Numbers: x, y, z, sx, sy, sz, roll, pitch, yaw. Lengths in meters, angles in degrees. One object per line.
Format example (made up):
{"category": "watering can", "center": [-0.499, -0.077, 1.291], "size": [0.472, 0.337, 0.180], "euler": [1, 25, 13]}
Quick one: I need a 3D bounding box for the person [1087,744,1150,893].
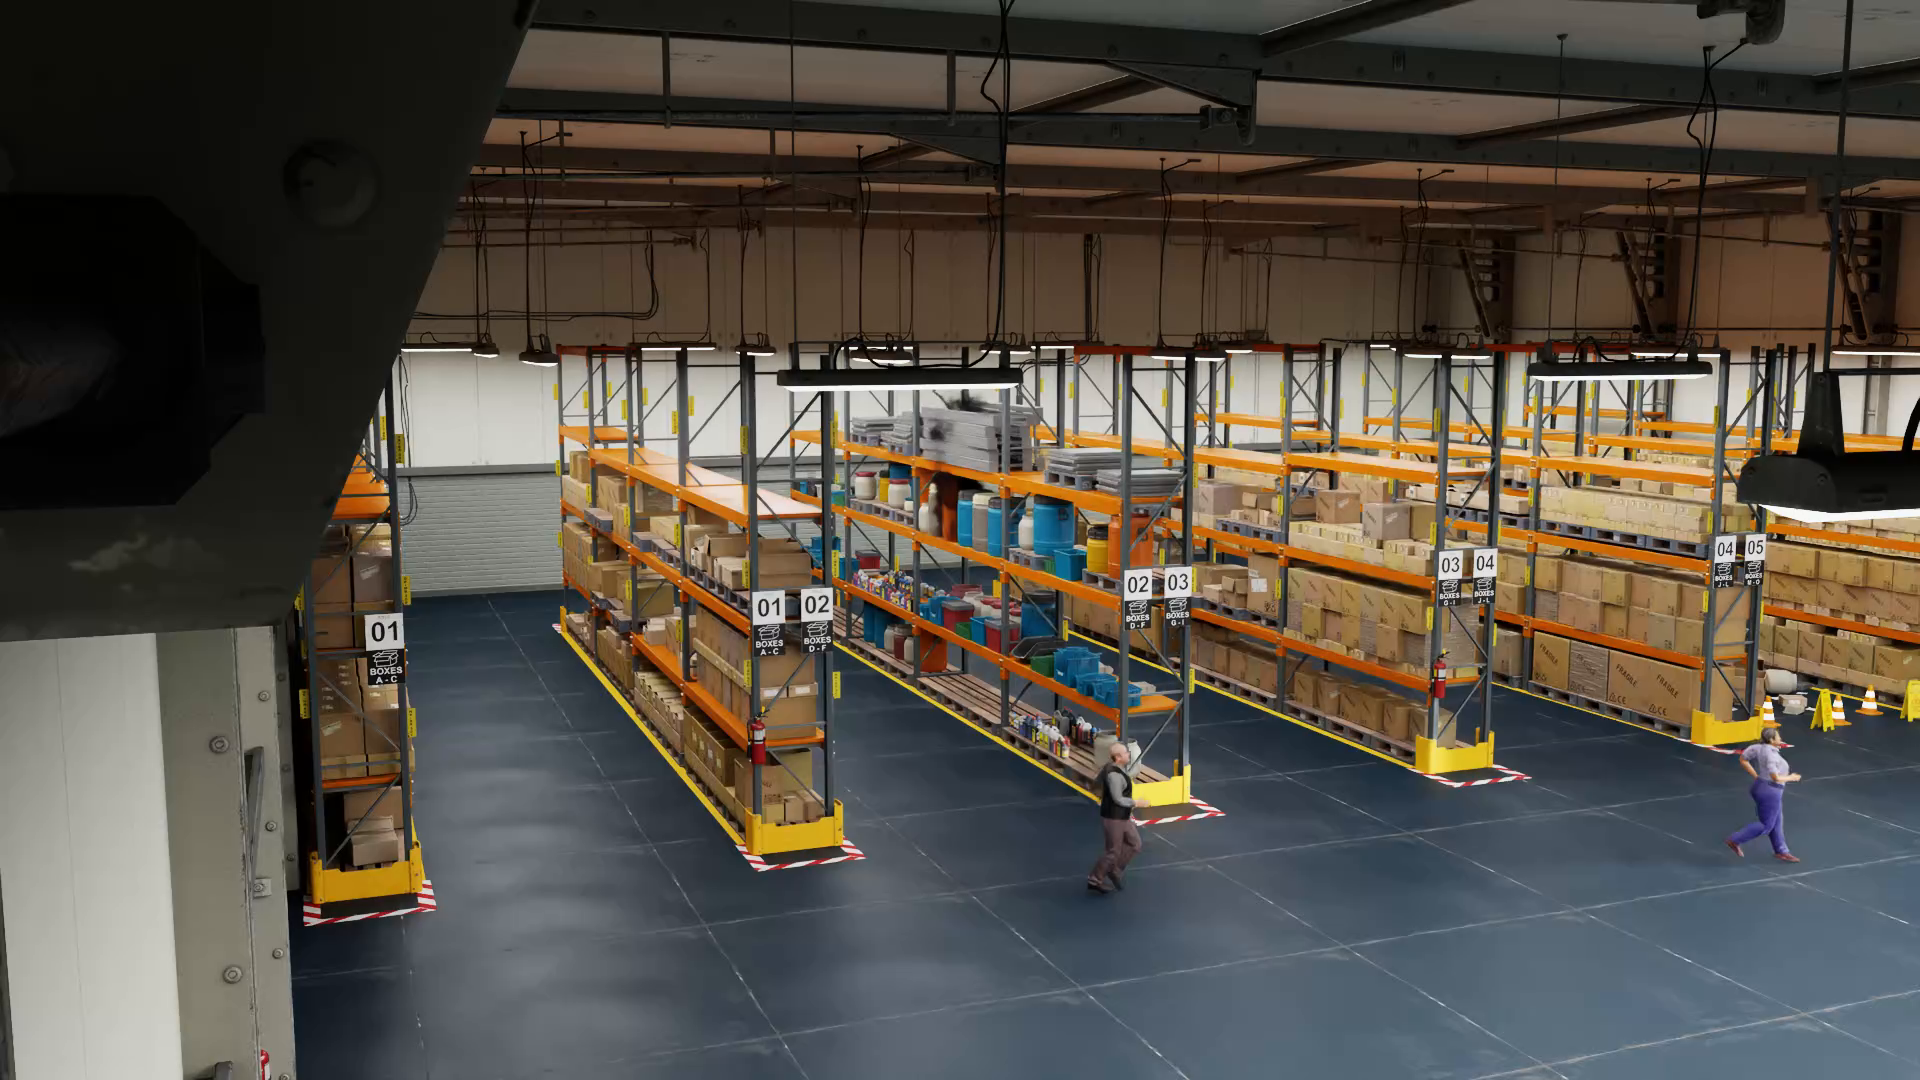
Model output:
{"category": "person", "center": [1.782, 3.137, 18.654], "size": [0.703, 1.752, 0.676], "euler": [1, 7, 8]}

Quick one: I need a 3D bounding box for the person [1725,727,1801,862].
{"category": "person", "center": [9.554, 3.028, 19.674], "size": [0.875, 1.633, 0.609], "euler": [1, 7, 5]}
